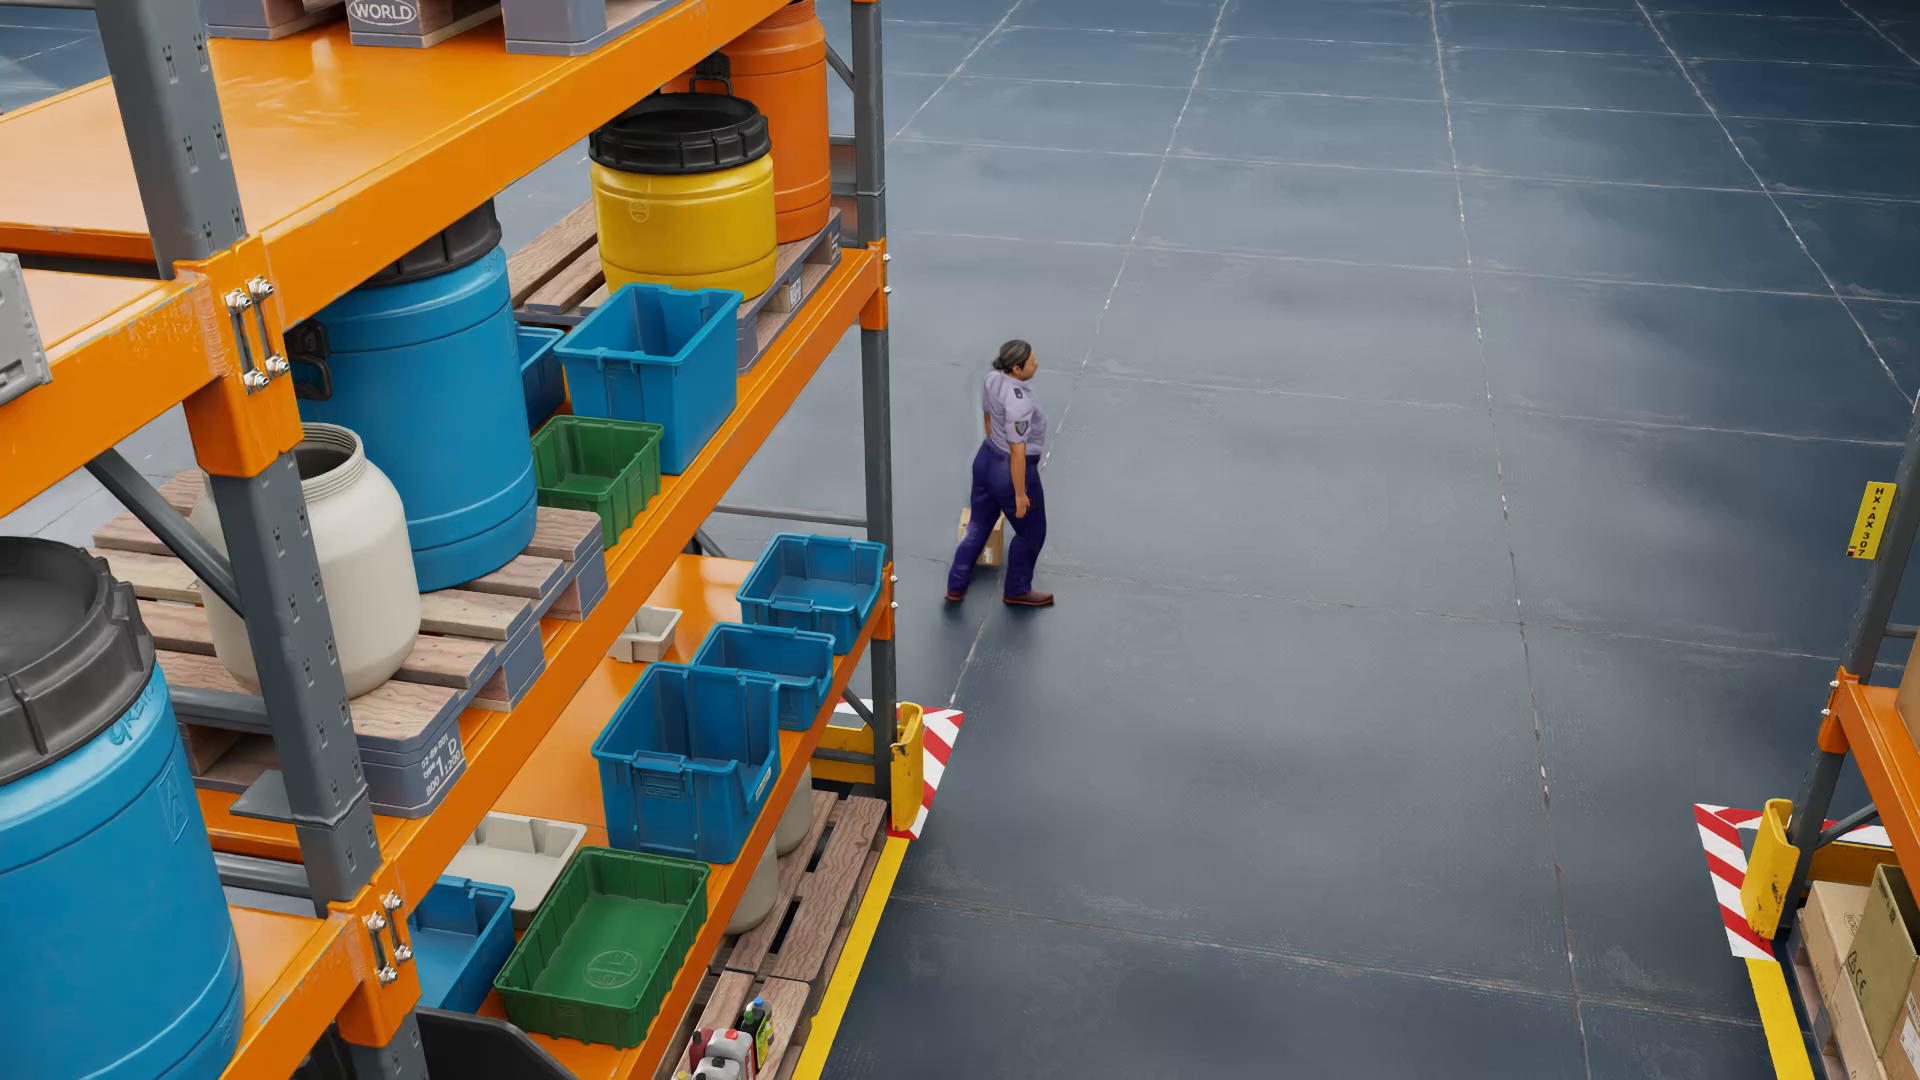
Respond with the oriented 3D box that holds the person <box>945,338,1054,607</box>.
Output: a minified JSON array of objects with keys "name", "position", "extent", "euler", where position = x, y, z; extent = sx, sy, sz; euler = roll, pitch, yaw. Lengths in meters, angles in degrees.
[{"name":"person","position":[0.220,-0.360,9.288],"extent":[0.598,1.636,0.554],"euler":[-13,32,-22]}]
